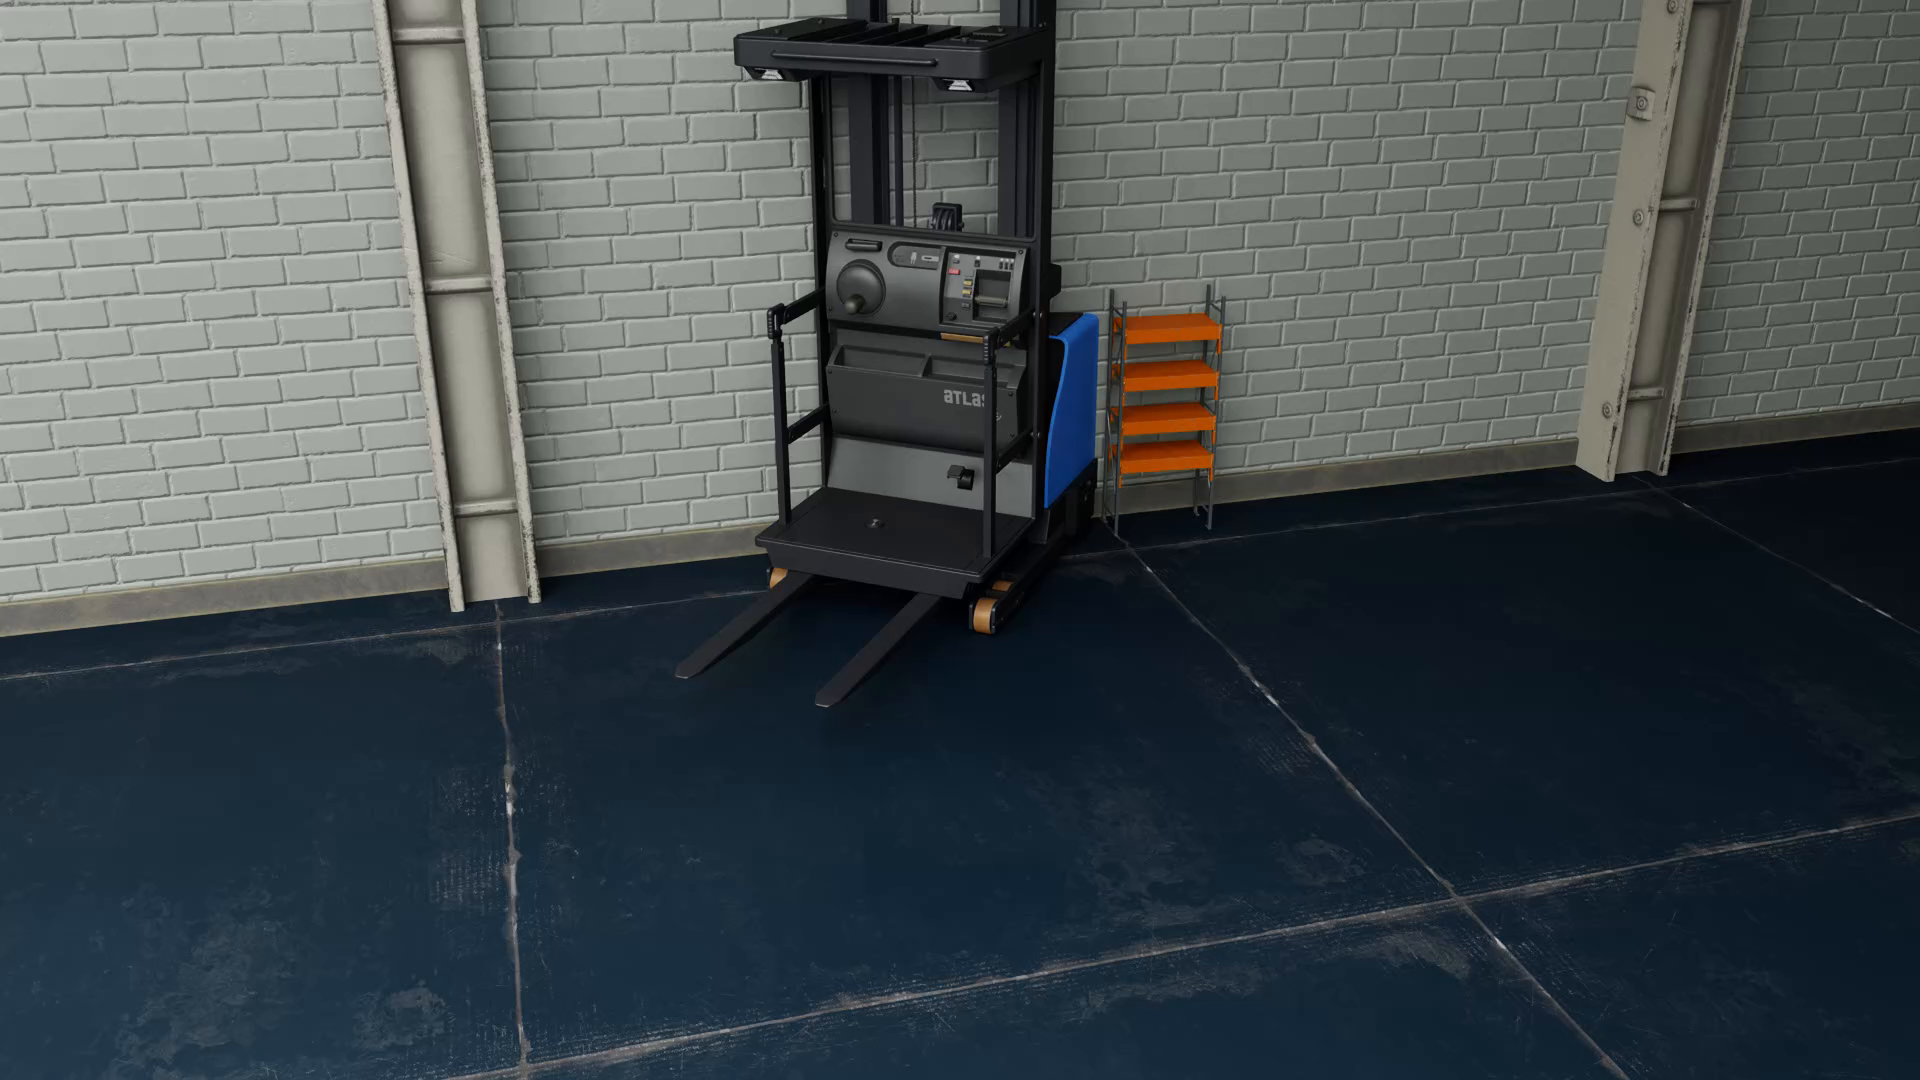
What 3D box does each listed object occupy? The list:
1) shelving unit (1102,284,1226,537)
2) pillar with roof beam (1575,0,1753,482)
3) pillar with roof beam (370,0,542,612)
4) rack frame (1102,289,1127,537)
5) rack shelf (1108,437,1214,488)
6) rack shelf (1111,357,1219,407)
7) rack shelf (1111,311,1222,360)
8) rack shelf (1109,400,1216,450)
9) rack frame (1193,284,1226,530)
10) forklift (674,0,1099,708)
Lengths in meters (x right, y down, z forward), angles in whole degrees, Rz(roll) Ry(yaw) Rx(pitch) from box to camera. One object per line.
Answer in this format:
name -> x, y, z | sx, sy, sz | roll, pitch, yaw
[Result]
shelving unit -> 0.995, -0.632, 8.202 | 0.503, 1.200, 0.258 | -4, 24, -10
pillar with roof beam -> 4.799, -2.895, 3.584 | 0.400, 9.000, 9.100 | -6, 24, -14
pillar with roof beam -> -0.978, -2.256, 2.094 | 0.400, 9.000, 9.100 | -6, 24, -14
rack frame -> 0.756, -0.614, 8.159 | 0.015, 1.200, 0.240 | -4, 24, -10
rack shelf -> 0.995, -0.388, 8.307 | 0.480, 0.148, 0.258 | -4, 24, -10
rack shelf -> 0.995, -0.776, 8.141 | 0.480, 0.148, 0.258 | -4, 24, -10
rack shelf -> 0.995, -0.994, 8.047 | 0.480, 0.148, 0.258 | -4, 24, -10
rack shelf -> 0.995, -0.571, 8.229 | 0.480, 0.148, 0.258 | -4, 24, -10
rack frame -> 1.235, -0.651, 8.245 | 0.015, 1.200, 0.240 | -4, 24, -10
forklift -> -0.234, -1.119, 7.142 | 1.130, 2.935, 3.031 | 9, 25, 20
